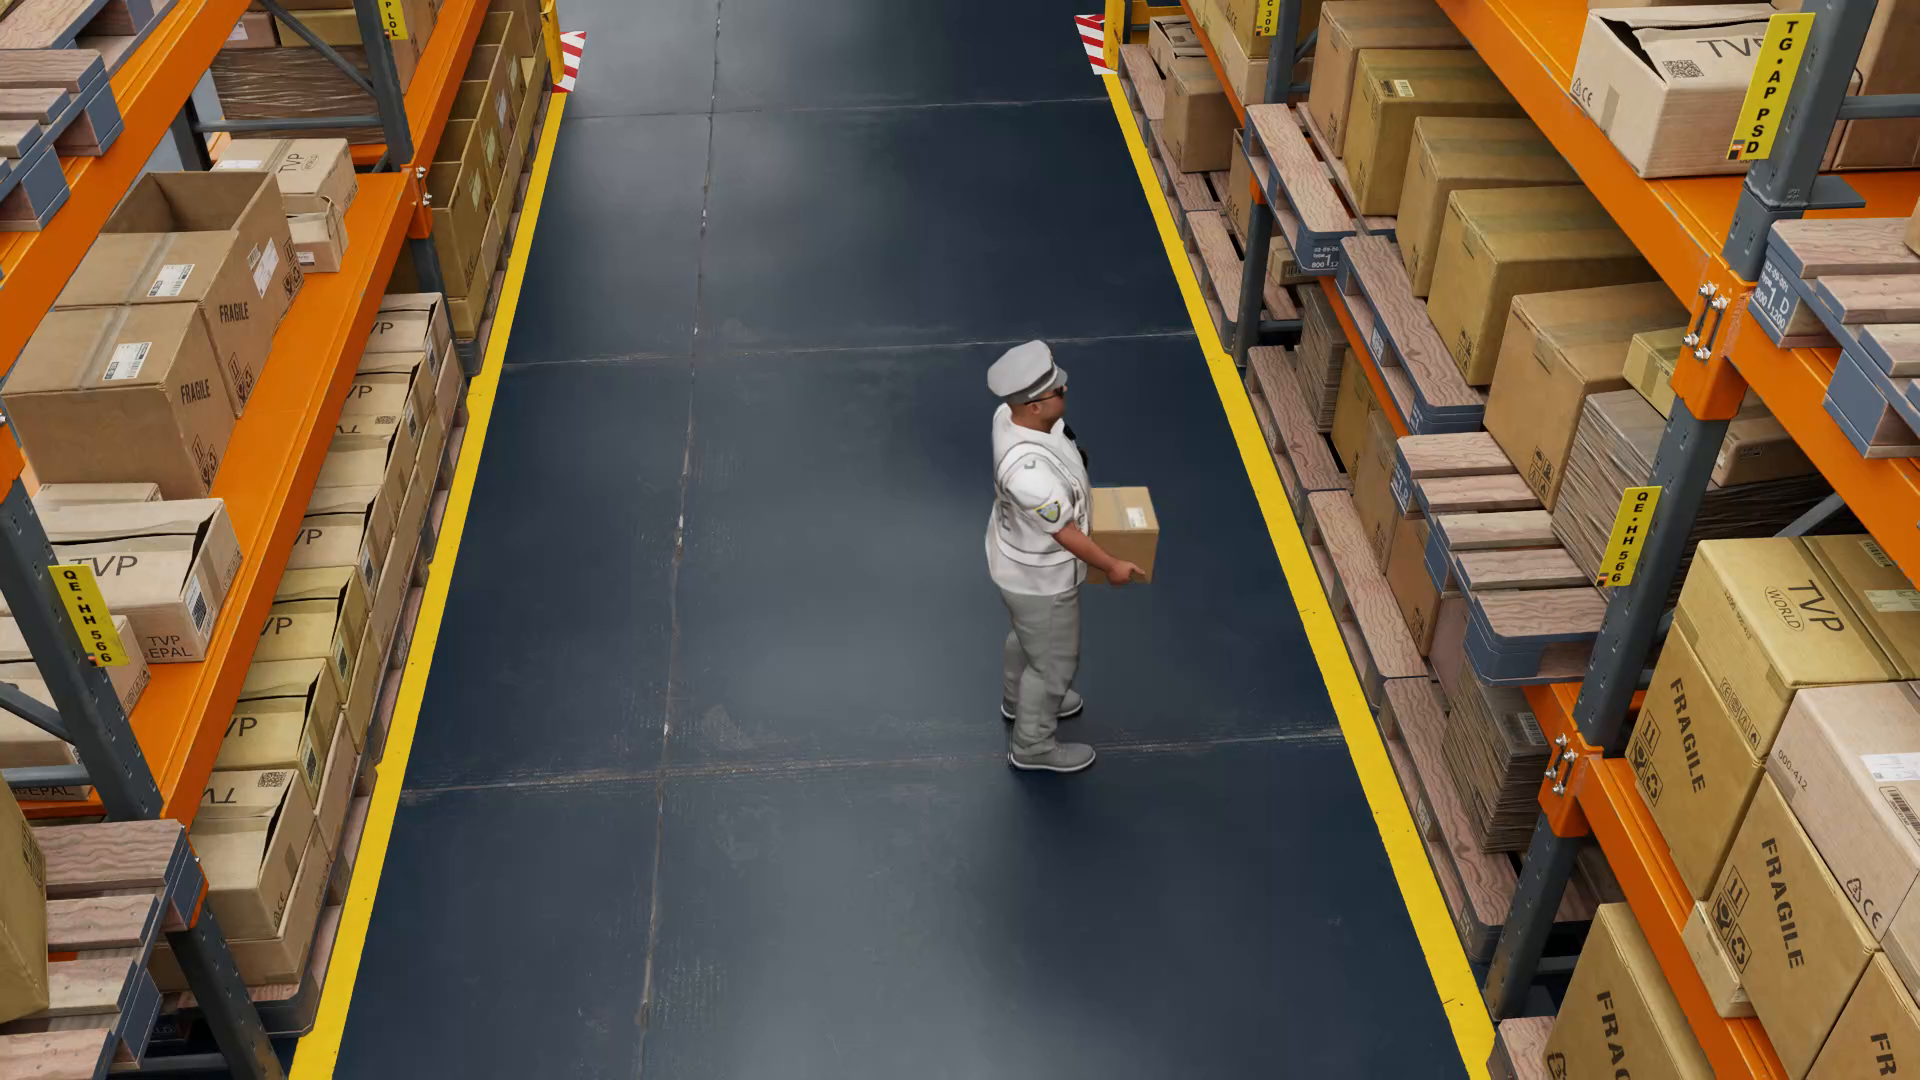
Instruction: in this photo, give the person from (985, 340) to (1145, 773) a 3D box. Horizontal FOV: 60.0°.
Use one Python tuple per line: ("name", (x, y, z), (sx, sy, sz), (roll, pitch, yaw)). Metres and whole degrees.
("person", (0.371, 0.060, 6.051), (0.557, 1.778, 0.501), (-3, 39, -4))
